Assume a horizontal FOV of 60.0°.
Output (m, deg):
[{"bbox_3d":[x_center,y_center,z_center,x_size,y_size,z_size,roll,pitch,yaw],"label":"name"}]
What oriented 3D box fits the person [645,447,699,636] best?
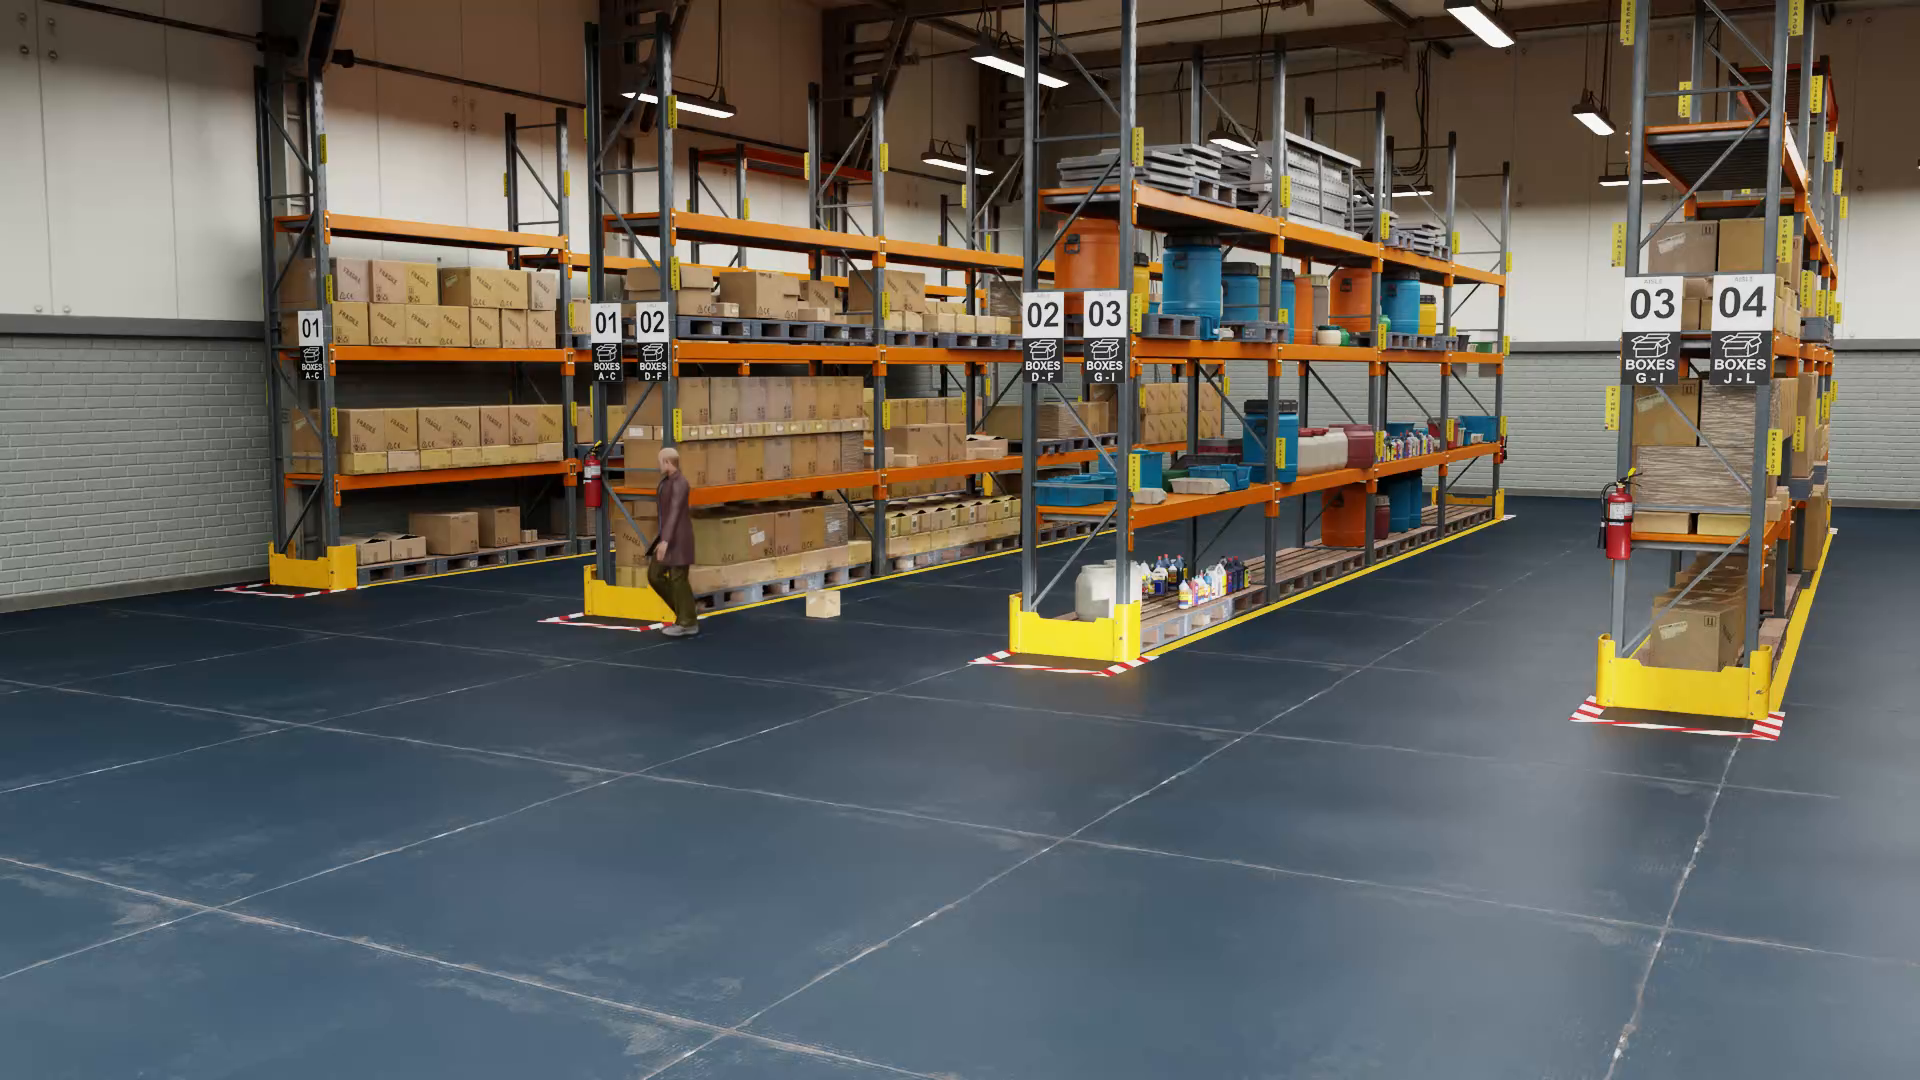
[{"bbox_3d":[-2.708,0.027,15.703,0.499,1.803,0.629,-3,6,-25],"label":"person"}]
